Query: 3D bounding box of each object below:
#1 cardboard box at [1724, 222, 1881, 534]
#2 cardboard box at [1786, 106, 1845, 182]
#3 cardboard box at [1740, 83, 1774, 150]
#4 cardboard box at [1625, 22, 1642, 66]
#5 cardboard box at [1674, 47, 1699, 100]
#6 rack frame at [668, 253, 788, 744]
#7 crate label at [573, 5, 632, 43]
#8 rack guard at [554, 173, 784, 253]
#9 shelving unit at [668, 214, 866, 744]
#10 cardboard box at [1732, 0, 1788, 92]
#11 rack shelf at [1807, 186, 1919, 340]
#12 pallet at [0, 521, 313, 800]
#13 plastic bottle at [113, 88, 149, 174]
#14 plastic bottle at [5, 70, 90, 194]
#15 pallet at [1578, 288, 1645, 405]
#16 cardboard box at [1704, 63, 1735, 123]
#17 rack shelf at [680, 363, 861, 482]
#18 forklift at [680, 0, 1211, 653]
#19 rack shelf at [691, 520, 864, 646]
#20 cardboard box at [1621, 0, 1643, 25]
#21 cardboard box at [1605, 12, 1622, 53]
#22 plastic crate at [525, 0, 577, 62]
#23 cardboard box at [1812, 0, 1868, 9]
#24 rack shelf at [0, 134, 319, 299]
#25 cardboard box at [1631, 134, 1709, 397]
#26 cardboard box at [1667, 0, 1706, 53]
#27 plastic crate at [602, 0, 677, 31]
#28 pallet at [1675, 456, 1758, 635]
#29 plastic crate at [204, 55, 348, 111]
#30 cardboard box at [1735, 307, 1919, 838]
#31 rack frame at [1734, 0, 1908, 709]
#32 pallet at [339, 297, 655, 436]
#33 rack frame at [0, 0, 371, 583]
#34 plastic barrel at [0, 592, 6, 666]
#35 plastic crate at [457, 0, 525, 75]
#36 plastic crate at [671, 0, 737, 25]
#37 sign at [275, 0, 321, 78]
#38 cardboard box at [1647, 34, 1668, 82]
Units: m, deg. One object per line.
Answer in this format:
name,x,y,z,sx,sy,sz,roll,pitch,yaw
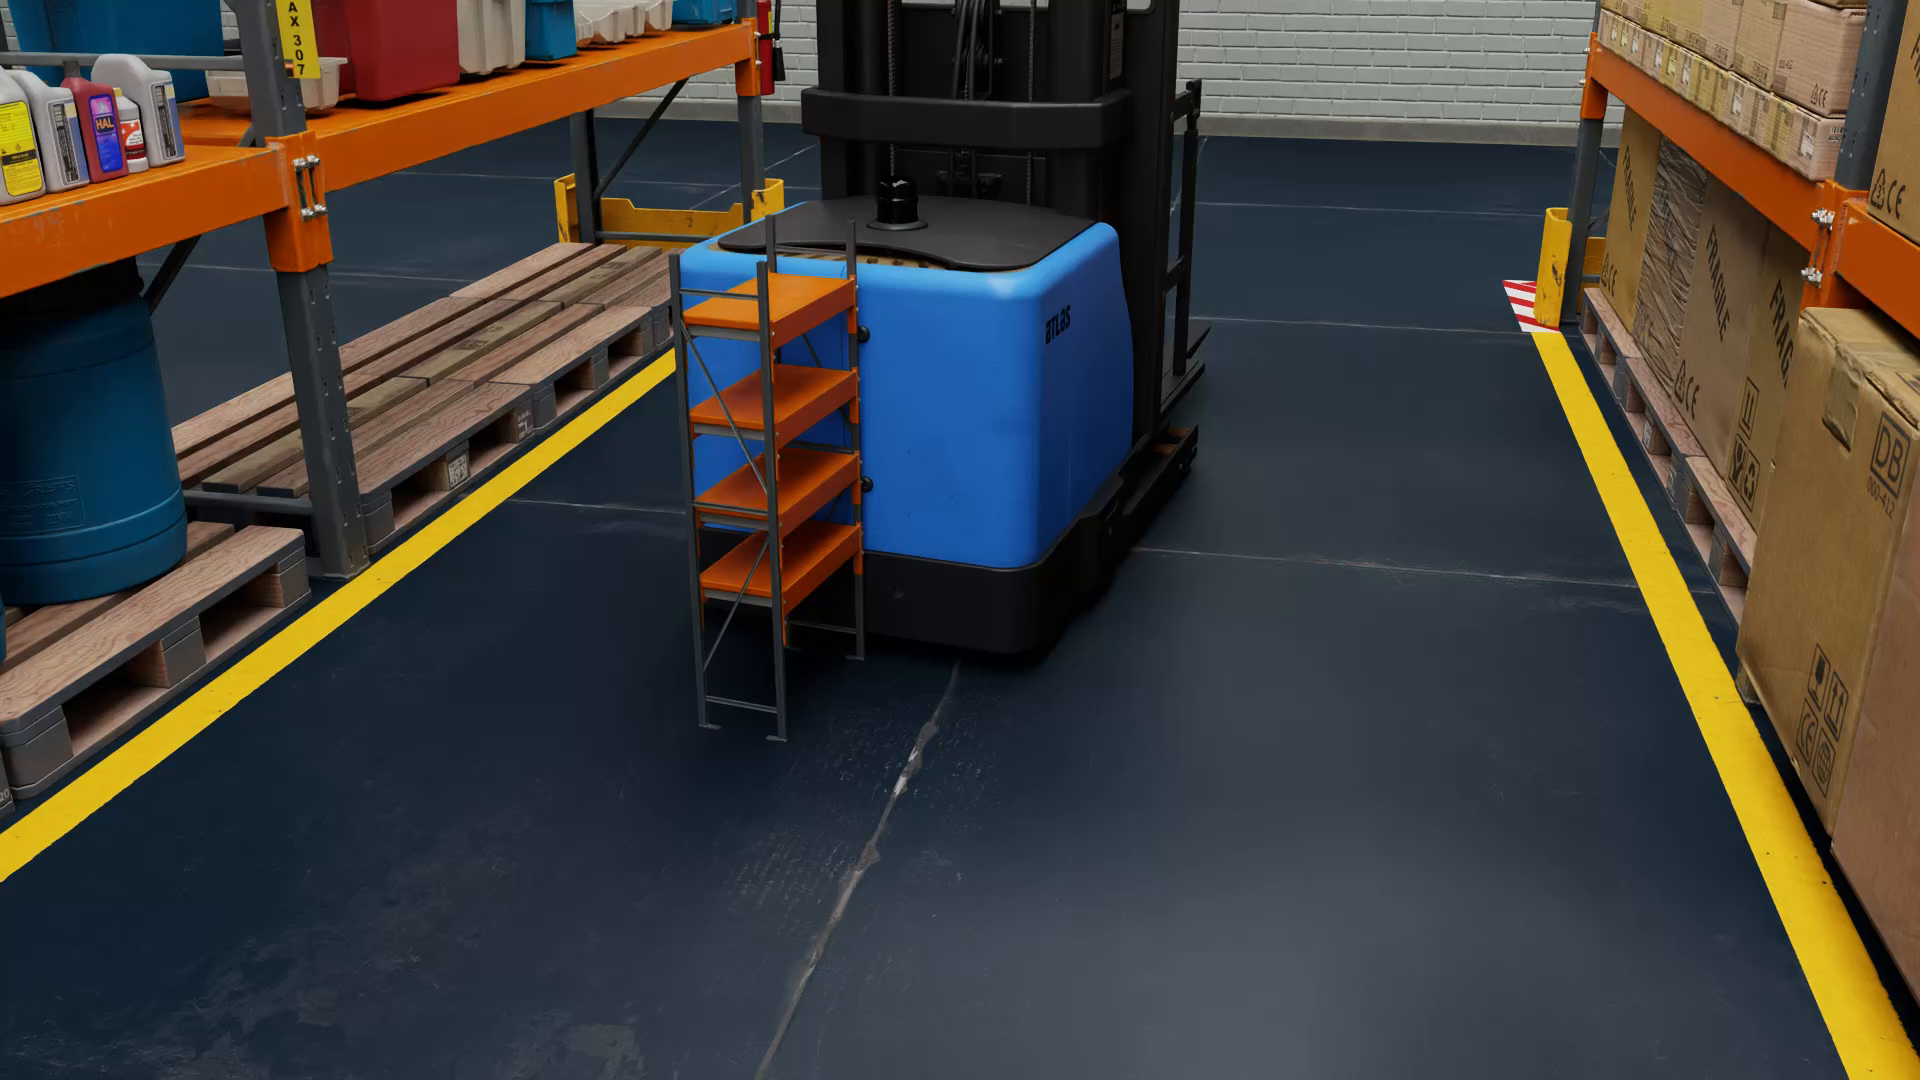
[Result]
cardboard box,2.737,-0.390,4.588,0.875,0.875,0.875,4,22,11
cardboard box,2.266,-0.965,4.071,0.380,0.149,0.250,5,22,11
cardboard box,2.371,-1.153,4.538,0.380,0.149,0.250,4,22,10
cardboard box,2.790,-1.904,6.402,0.380,0.149,0.250,4,22,10
cardboard box,2.581,-1.528,5.469,0.380,0.149,0.250,5,22,12
rack frame,-0.540,-0.072,3.926,0.240,1.200,0.015,8,23,19
crate label,-1.603,-2.171,7.001,0.396,0.136,0.243,4,22,11
rack guard,-1.516,-1.636,8.747,1.175,0.500,0.348,4,22,11
shelving unit,-0.456,-0.158,4.139,0.258,1.200,0.503,8,23,19
cardboard box,2.461,-1.385,4.579,0.500,0.250,0.500,5,23,13
rack shelf,2.116,0.120,2.004,1.077,0.370,4.000,4,22,11
pallet,-2.523,0.250,4.451,1.003,0.211,1.213,4,22,11
plastic bottle,-2.085,-1.017,4.131,0.097,0.201,0.097,0,22,0
plastic bottle,-2.163,-0.963,3.895,0.152,0.276,0.135,4,22,11
pallet,3.254,-0.816,7.098,1.003,0.211,1.213,4,22,11
cardboard box,2.476,-1.342,5.006,0.380,0.149,0.250,5,22,12
rack shelf,-0.456,-0.303,4.080,0.258,0.148,0.480,8,23,19
forklift,0.215,-1.578,5.349,1.130,2.935,3.031,8,23,19
rack shelf,-0.456,0.089,4.238,0.258,0.148,0.480,8,23,19
cardboard box,2.879,-2.131,6.432,0.500,0.250,0.500,4,22,10
cardboard box,2.894,-2.093,6.872,0.380,0.149,0.250,4,22,10
plastic crate,-1.676,-1.965,6.362,0.416,0.233,0.300,4,22,11
cardboard box,2.357,-1.550,3.986,0.500,0.500,0.500,5,22,12
rack shelf,-2.732,-0.258,2.941,1.077,0.370,4.000,4,22,11
cardboard box,3.103,-1.044,6.214,0.875,0.875,0.875,4,22,11
cardboard box,2.671,-1.756,5.502,0.500,0.250,0.500,4,22,10
plastic crate,-1.497,-2.379,7.519,0.396,0.136,0.243,4,22,11
pallet,2.756,0.076,4.882,1.003,0.211,1.213,4,22,11
plastic crate,-2.089,-1.388,5.057,0.396,0.136,0.243,4,22,11
cardboard box,2.413,0.081,3.419,1.225,0.875,0.875,5,22,11
rack frame,2.525,-0.945,3.686,1.000,3.000,0.127,4,22,11
pallet,-1.965,-0.749,6.930,1.003,0.211,1.213,4,22,11
rack frame,-2.324,-1.323,4.623,1.000,3.000,0.127,4,22,11
plastic barrel,-2.596,-0.088,3.803,0.600,0.901,0.708,4,22,11
plastic crate,-1.832,-1.840,5.986,0.437,0.282,0.530,4,22,11
plastic crate,-1.394,-2.693,7.898,0.616,0.435,0.499,4,22,11
sign,-1.786,-1.409,4.466,0.100,0.325,0.005,4,22,11
cardboard box,2.685,-1.717,5.937,0.380,0.149,0.250,4,22,10
